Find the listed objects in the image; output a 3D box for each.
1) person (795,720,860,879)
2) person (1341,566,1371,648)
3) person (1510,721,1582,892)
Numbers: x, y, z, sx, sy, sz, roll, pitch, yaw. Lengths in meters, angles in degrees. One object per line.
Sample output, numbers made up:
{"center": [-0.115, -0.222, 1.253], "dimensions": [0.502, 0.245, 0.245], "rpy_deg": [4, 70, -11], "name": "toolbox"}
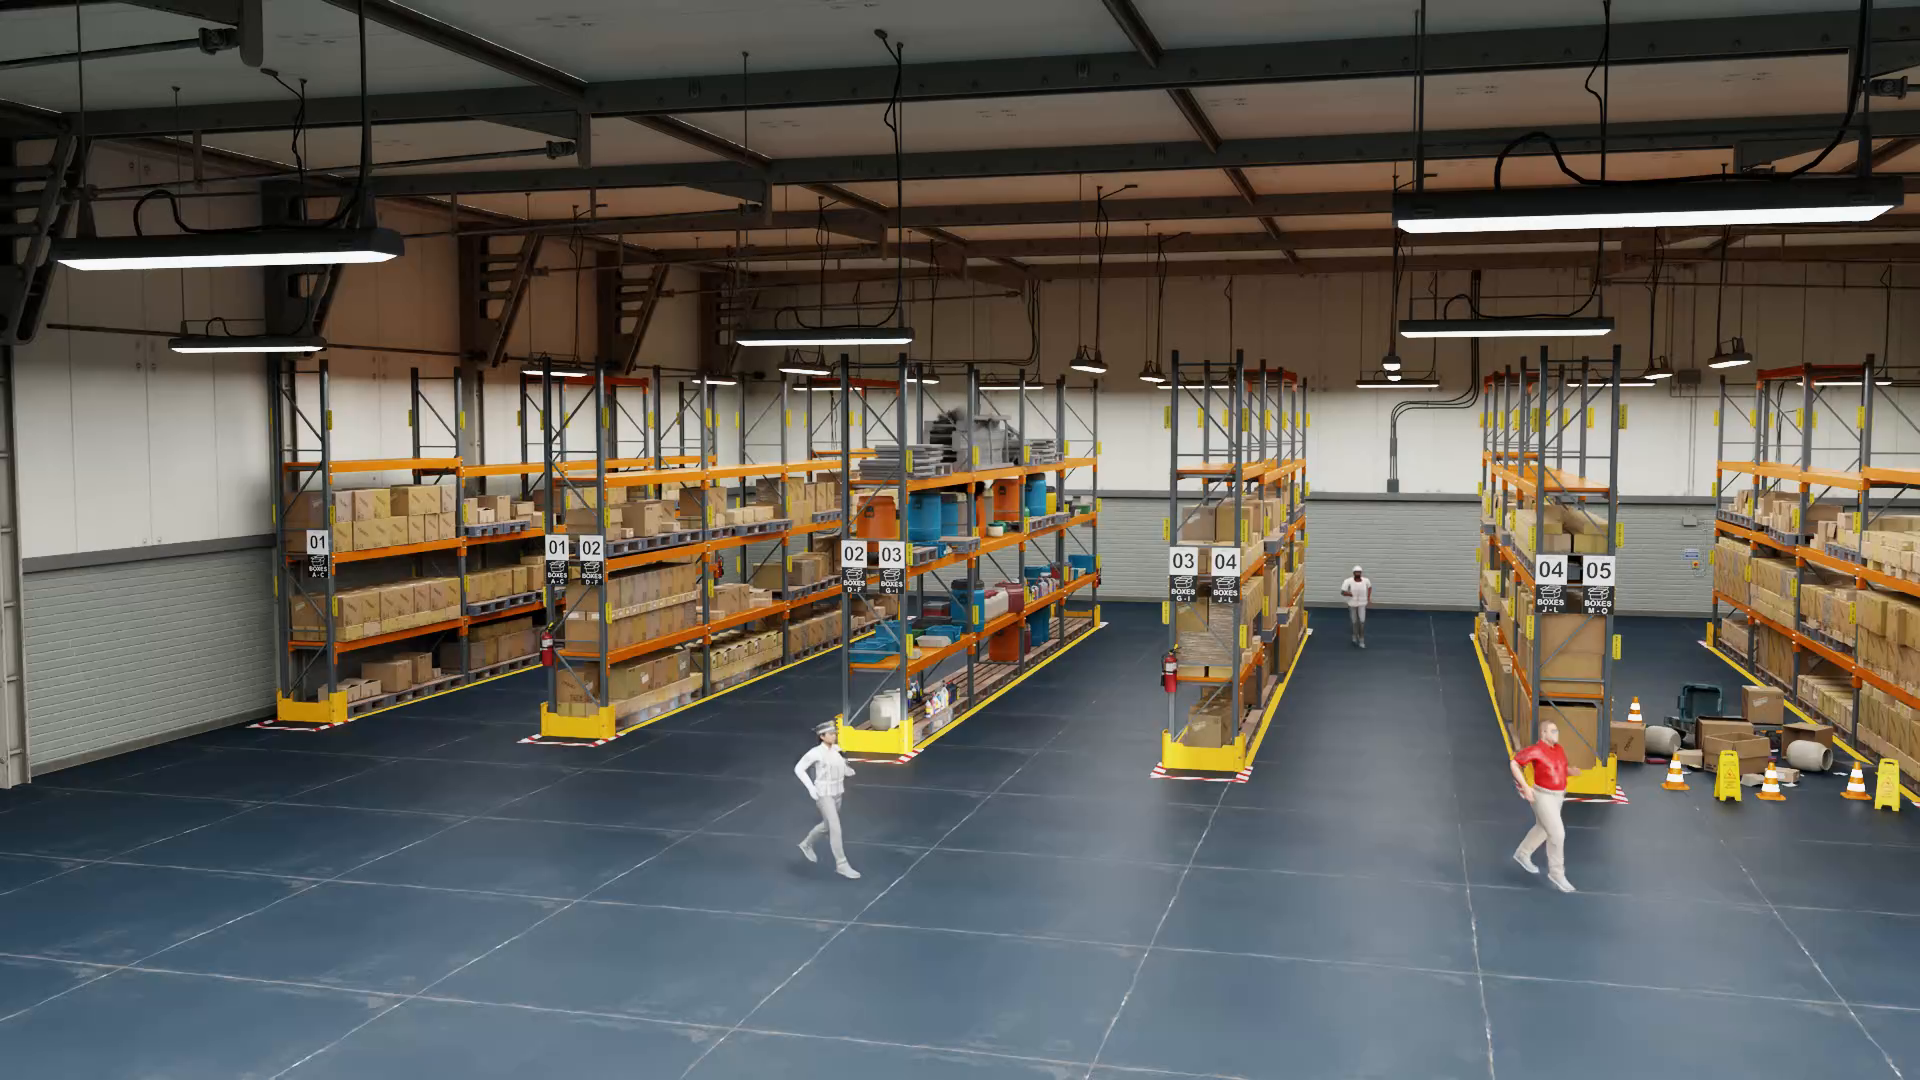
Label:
{"center": [-1.446, 2.817, 18.318], "dimensions": [0.917, 1.686, 0.610], "rpy_deg": [3, 5, 34], "name": "person"}
{"center": [8.789, 1.475, 36.889], "dimensions": [0.676, 1.821, 0.775], "rpy_deg": [1, 4, 10], "name": "person"}
{"center": [6.338, 2.846, 17.997], "dimensions": [0.640, 1.784, 0.837], "rpy_deg": [-4, 5, -41], "name": "person"}
